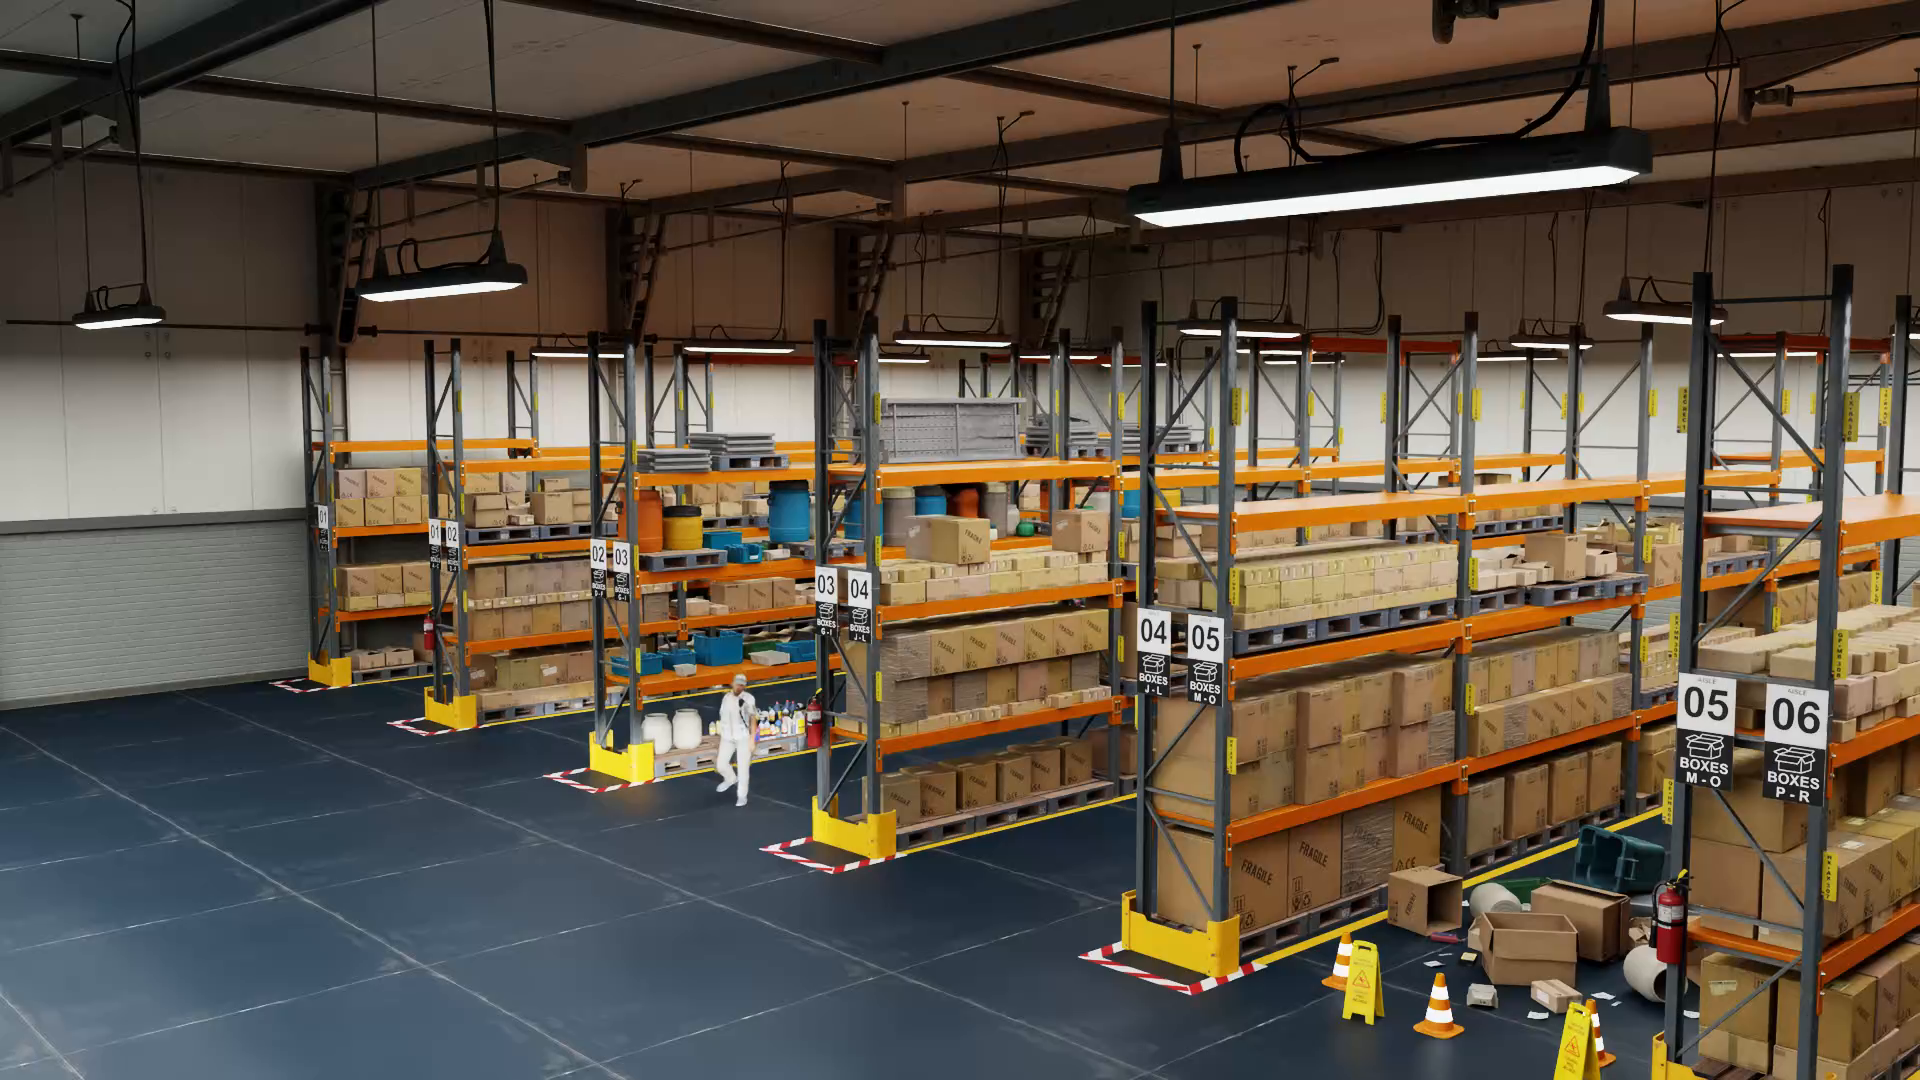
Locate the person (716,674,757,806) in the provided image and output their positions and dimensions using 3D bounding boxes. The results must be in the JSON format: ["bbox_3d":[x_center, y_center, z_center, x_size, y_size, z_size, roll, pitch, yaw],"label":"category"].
[{"bbox_3d":[-2.840,2.494,21.006,0.653,1.660,0.567,1,5,14],"label":"person"}]
